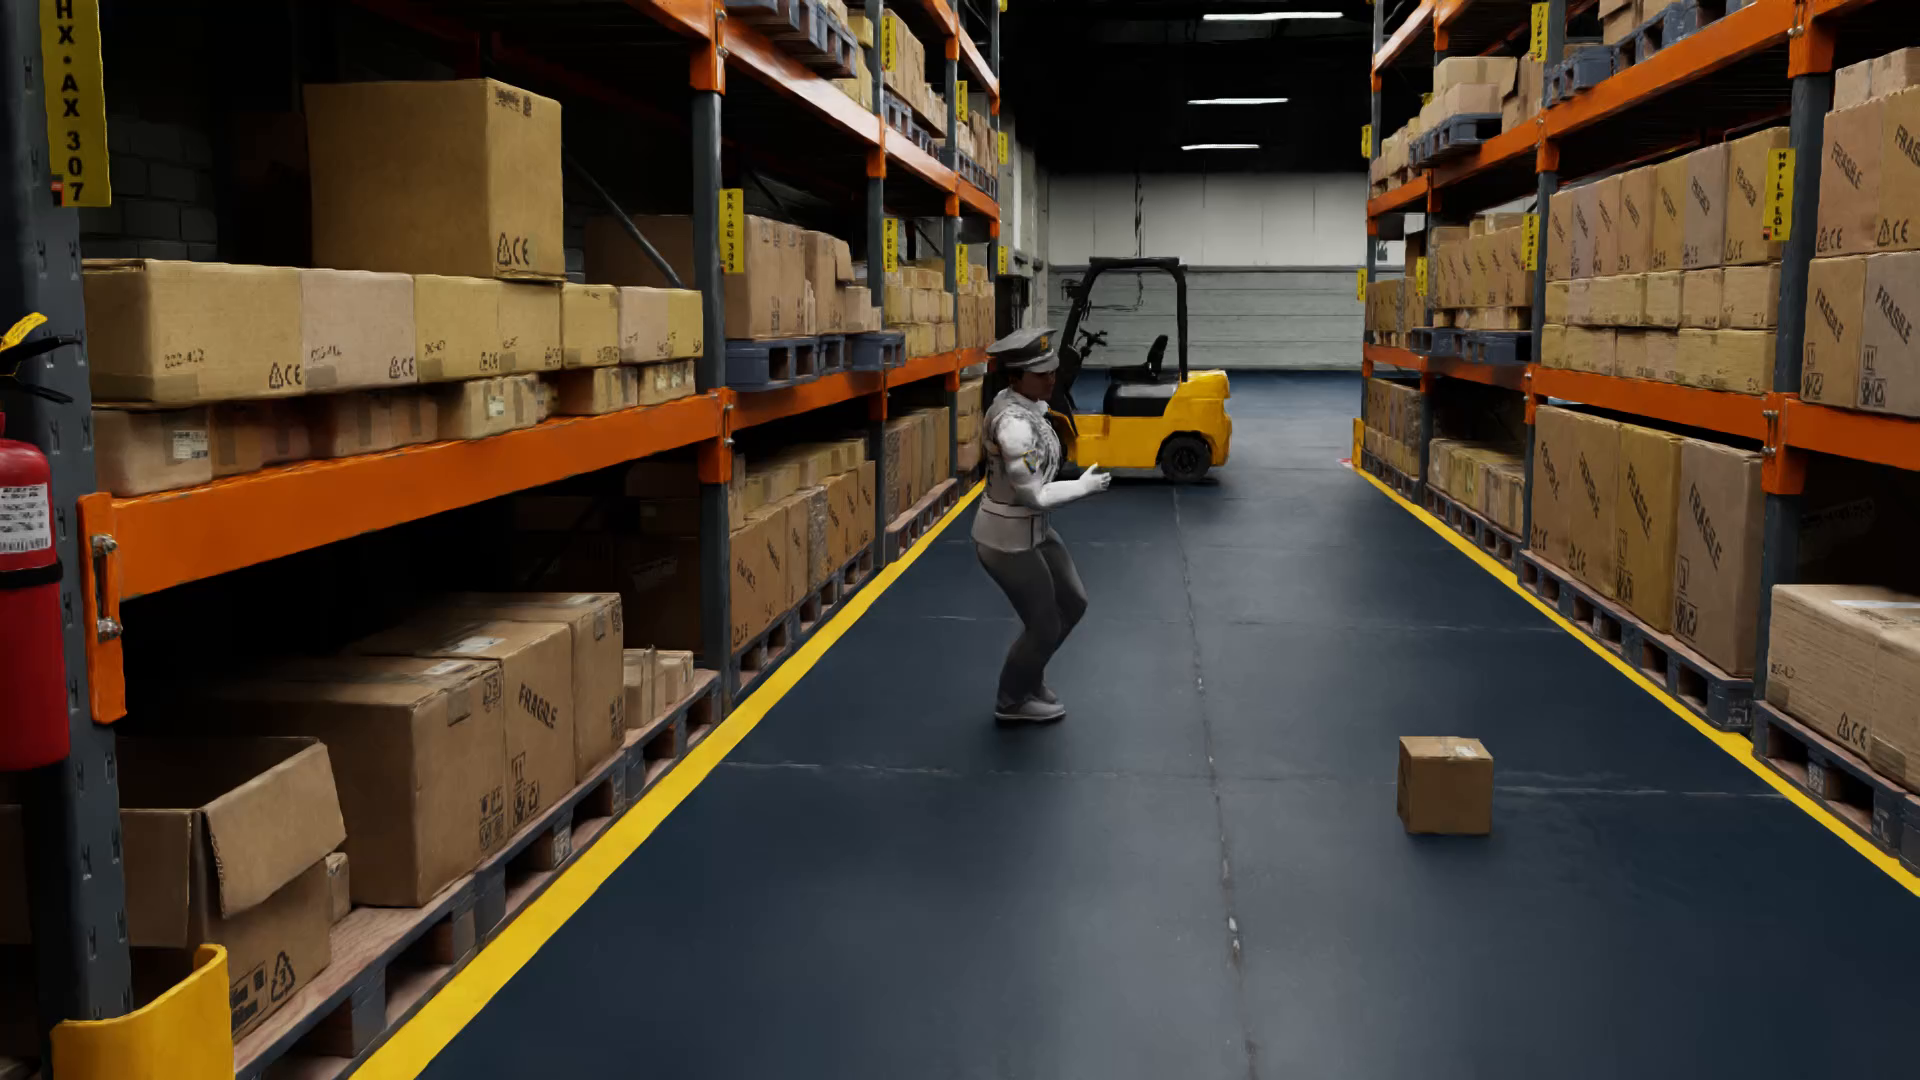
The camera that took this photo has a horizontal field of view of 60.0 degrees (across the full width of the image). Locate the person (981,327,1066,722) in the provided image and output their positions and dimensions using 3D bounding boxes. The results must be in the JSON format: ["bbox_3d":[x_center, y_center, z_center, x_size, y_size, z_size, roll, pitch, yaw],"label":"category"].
[{"bbox_3d":[0.252,-0.033,6.384,0.312,1.558,0.850,1,8,5],"label":"person"}]
